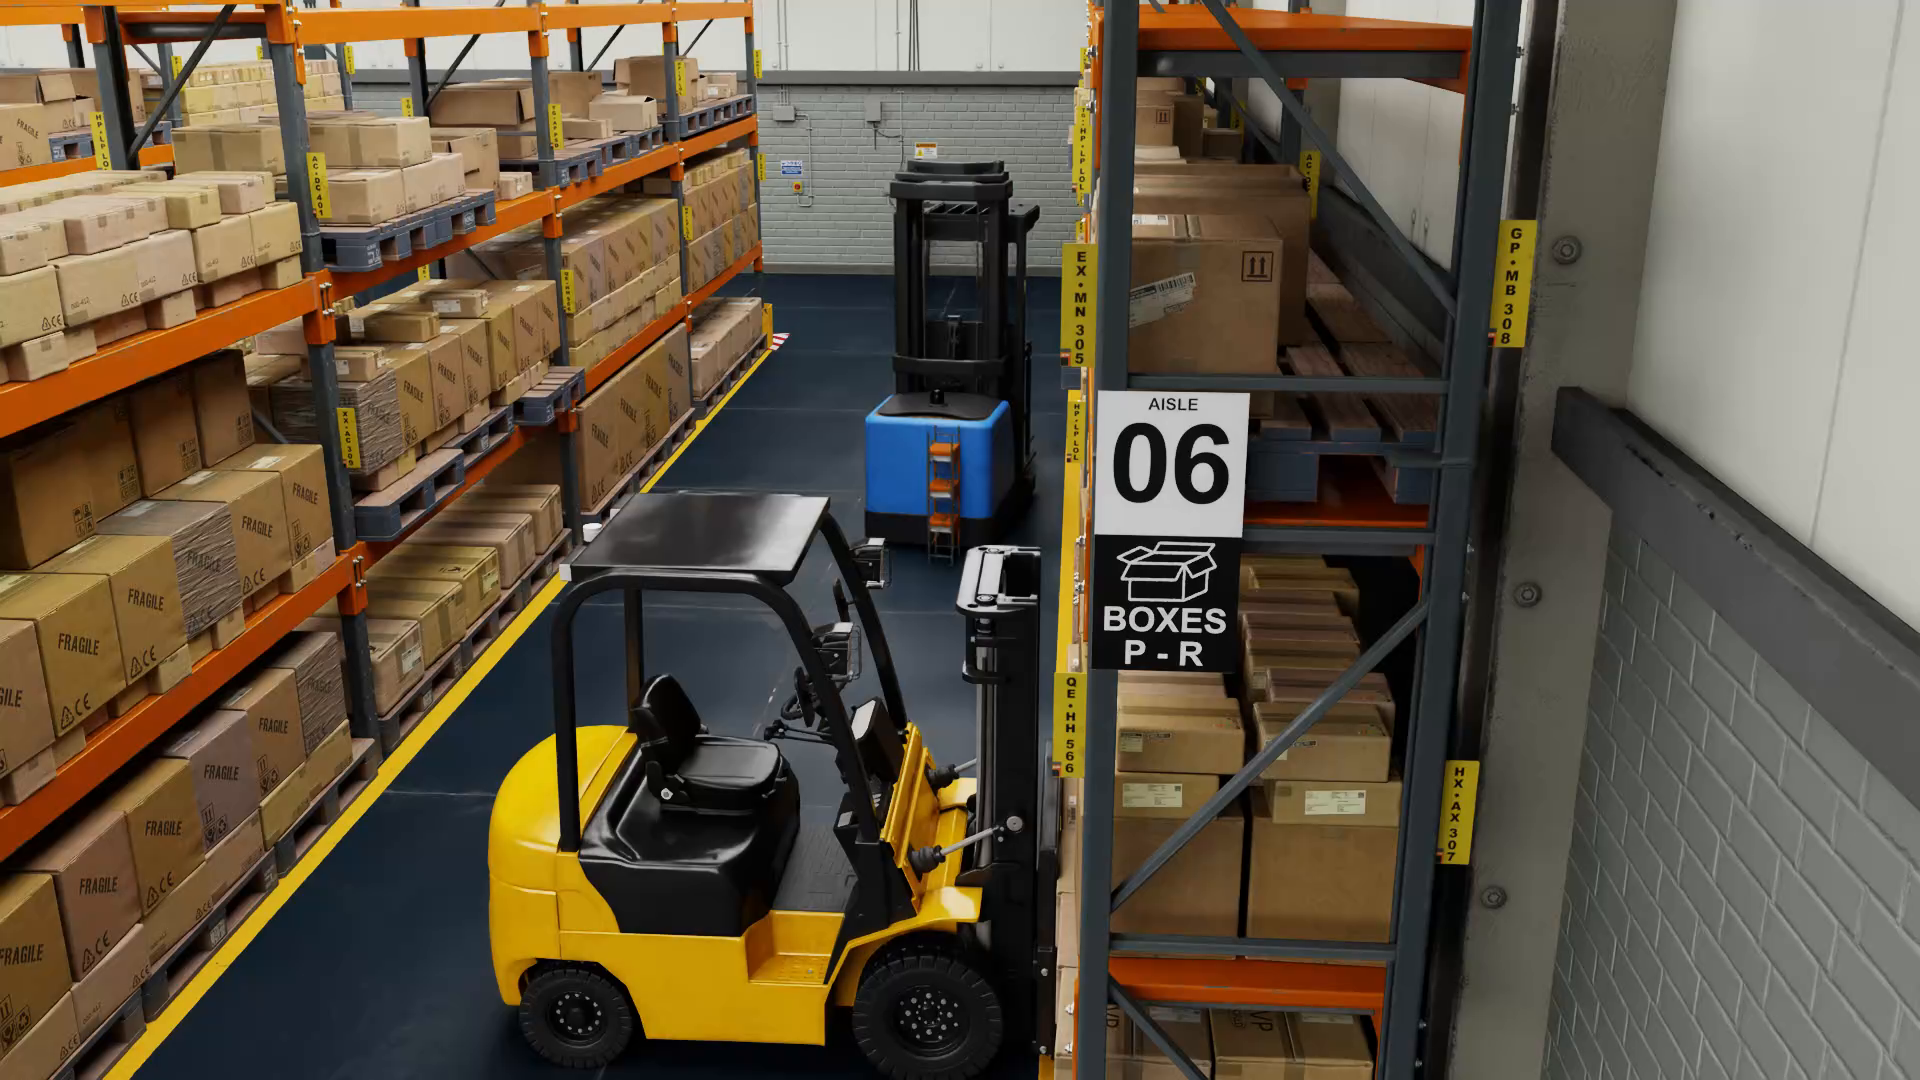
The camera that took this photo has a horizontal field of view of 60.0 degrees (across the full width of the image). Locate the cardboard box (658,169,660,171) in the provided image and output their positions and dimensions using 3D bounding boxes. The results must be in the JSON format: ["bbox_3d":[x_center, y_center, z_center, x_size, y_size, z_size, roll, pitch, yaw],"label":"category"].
[{"bbox_3d":[-3.393,-3.875,17.625,0.380,0.149,0.250,1,18,3],"label":"cardboard box"}]

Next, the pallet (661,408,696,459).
[{"bbox_3d":[-3.215,-1.061,16.322,1.003,0.211,1.213,1,18,4],"label":"pallet"}]

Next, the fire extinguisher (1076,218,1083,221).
[{"bbox_3d":[1.553,-3.602,20.322,0.296,0.674,0.183,1,18,4],"label":"fire extinguisher"}]

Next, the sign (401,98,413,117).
[{"bbox_3d":[-4.074,-3.109,12.319,0.100,0.325,0.005,1,18,4],"label":"sign"}]

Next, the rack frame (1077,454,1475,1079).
[{"bbox_3d":[0.856,1.209,4.916,1.000,3.000,0.127,1,18,4],"label":"rack frame"}]

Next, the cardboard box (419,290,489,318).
[{"bbox_3d":[-3.357,-1.567,11.035,0.380,0.149,0.250,0,18,1],"label":"cardboard box"}]

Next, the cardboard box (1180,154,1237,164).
[{"bbox_3d":[1.528,-2.322,10.414,0.380,0.166,0.250,1,18,4],"label":"cardboard box"}]

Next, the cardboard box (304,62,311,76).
[{"bbox_3d":[-7.667,-5.382,19.010,0.380,0.149,0.250,2,18,5],"label":"cardboard box"}]

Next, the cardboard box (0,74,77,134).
[{"bbox_3d":[-8.421,-3.904,14.862,0.797,0.503,0.637,1,18,3],"label":"cardboard box"}]

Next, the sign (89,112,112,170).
[{"bbox_3d":[-4.362,-2.012,8.467,0.100,0.325,0.005,1,18,4],"label":"sign"}]

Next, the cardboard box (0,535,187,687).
[{"bbox_3d":[-3.687,0.292,7.075,0.500,0.500,0.500,1,18,3],"label":"cardboard box"}]

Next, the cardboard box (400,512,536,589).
[{"bbox_3d":[-3.617,0.069,11.942,0.950,0.372,0.625,1,18,3],"label":"cardboard box"}]

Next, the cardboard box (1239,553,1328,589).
[{"bbox_3d":[1.233,0.133,6.521,0.380,0.149,0.250,1,18,4],"label":"cardboard box"}]

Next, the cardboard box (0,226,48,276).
[{"bbox_3d":[-3.669,-1.081,6.210,0.380,0.149,0.250,2,18,5],"label":"cardboard box"}]

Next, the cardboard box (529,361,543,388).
[{"bbox_3d":[-3.230,-1.194,11.979,0.380,0.149,0.250,1,18,3],"label":"cardboard box"}]

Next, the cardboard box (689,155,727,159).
[{"bbox_3d":[-2.851,-4.266,18.818,0.380,0.149,0.250,1,18,3],"label":"cardboard box"}]

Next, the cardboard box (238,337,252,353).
[{"bbox_3d":[-7.900,-2.100,17.964,0.380,0.149,0.250,1,18,3],"label":"cardboard box"}]

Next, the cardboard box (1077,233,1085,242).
[{"bbox_3d":[1.459,-2.620,15.766,0.700,0.500,0.500,2,18,5],"label":"cardboard box"}]

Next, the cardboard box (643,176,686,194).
[{"bbox_3d":[-2.953,-3.551,16.634,0.380,0.149,0.250,1,18,3],"label":"cardboard box"}]

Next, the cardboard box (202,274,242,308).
[{"bbox_3d":[-3.627,-1.188,7.816,0.380,0.149,0.250,1,18,4],"label":"cardboard box"}]

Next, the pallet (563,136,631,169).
[{"bbox_3d":[-3.451,-3.269,14.069,1.003,0.211,1.213,2,18,6],"label":"pallet"}]

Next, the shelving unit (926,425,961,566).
[{"bbox_3d":[-0.125,-0.342,12.780,0.215,1.050,0.252,4,19,11],"label":"shelving unit"}]

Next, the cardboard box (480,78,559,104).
[{"bbox_3d":[-3.684,-3.612,13.975,0.500,0.500,0.500,1,18,4],"label":"cardboard box"}]

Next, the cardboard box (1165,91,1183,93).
[{"bbox_3d":[1.806,-3.958,14.960,0.380,0.149,0.250,1,18,3],"label":"cardboard box"}]

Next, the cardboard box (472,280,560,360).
[{"bbox_3d":[-3.277,-1.626,12.256,0.500,0.500,0.500,1,18,2],"label":"cardboard box"}]

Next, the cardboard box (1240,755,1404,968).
[{"bbox_3d":[1.169,1.014,5.351,0.500,0.500,0.500,2,18,6],"label":"cardboard box"}]

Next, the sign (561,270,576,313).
[{"bbox_3d":[-2.979,-1.889,12.637,0.100,0.325,0.005,1,18,4],"label":"sign"}]

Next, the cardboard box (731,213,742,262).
[{"bbox_3d":[-2.796,-3.446,18.962,0.500,0.500,0.500,2,18,6],"label":"cardboard box"}]

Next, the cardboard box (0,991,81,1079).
[{"bbox_3d":[-3.761,1.962,6.359,0.500,0.250,0.500,1,18,3],"label":"cardboard box"}]

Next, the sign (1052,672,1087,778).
[{"bbox_3d":[0.316,0.530,4.749,0.100,0.325,0.005,1,18,4],"label":"sign"}]

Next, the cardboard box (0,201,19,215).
[{"bbox_3d":[-4.195,-1.332,6.975,0.380,0.149,0.250,1,18,3],"label":"cardboard box"}]

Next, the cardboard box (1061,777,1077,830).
[{"bbox_3d":[0.679,1.218,7.024,0.500,0.250,0.500,1,18,3],"label":"cardboard box"}]

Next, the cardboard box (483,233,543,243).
[{"bbox_3d":[-3.717,-2.234,13.657,0.500,0.500,0.500,2,18,5],"label":"cardboard box"}]

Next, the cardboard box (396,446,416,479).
[{"bbox_3d":[-3.427,-0.465,9.754,0.380,0.149,0.250,2,18,5],"label":"cardboard box"}]

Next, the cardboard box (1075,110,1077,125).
[{"bbox_3d":[1.222,-3.750,14.801,0.380,0.149,0.250,2,18,5],"label":"cardboard box"}]

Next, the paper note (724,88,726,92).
[{"bbox_3d":[-2.518,-4.831,17.852,0.006,0.032,0.123,1,18,4],"label":"paper note"}]

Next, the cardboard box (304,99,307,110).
[{"bbox_3d":[-7.739,-4.844,18.811,0.500,0.250,0.500,2,18,6],"label":"cardboard box"}]

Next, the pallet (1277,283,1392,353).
[{"bbox_3d":[1.018,-0.773,6.290,1.003,0.211,1.213,1,18,4],"label":"pallet"}]

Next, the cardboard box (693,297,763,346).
[{"bbox_3d":[-2.895,-2.645,20.117,0.875,0.438,0.875,1,18,2],"label":"cardboard box"}]

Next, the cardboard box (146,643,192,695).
[{"bbox_3d":[-3.627,0.558,7.305,0.380,0.149,0.250,1,18,4],"label":"cardboard box"}]

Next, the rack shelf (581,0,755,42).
[{"bbox_3d":[-3.091,-5.568,17.760,1.077,0.370,4.000,1,18,4],"label":"rack shelf"}]

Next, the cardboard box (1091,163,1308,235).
[{"bbox_3d":[0.898,-1.152,6.304,0.797,0.503,0.637,2,18,6],"label":"cardboard box"}]

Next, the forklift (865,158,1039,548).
[{"bbox_3d":[0.051,-1.748,14.052,1.130,2.935,3.031,4,19,11],"label":"forklift"}]

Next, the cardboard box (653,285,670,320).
[{"bbox_3d":[-3.053,-2.253,15.723,0.500,0.250,0.500,1,18,3],"label":"cardboard box"}]

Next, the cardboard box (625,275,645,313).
[{"bbox_3d":[-3.103,-2.176,14.683,0.500,0.250,0.500,2,18,5],"label":"cardboard box"}]

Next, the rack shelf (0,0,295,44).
[{"bbox_3d":[-3.951,-2.029,6.324,1.077,0.370,4.000,1,18,4],"label":"rack shelf"}]

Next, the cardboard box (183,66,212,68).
[{"bbox_3d":[-8.365,-5.072,18.066,0.380,0.149,0.250,1,18,3],"label":"cardboard box"}]

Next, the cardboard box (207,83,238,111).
[{"bbox_3d":[-7.865,-4.597,17.256,0.500,0.250,0.500,1,18,4],"label":"cardboard box"}]

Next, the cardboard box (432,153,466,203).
[{"bbox_3d":[-3.317,-2.183,10.019,0.500,0.250,0.500,1,18,3],"label":"cardboard box"}]

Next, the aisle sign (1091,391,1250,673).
[{"bbox_3d":[0.559,-0.012,4.469,0.394,0.787,0.004,1,18,4],"label":"aisle sign"}]

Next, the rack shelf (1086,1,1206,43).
[{"bbox_3d":[1.573,-4.216,13.634,1.077,0.370,4.000,1,18,4],"label":"rack shelf"}]

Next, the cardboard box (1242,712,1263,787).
[{"bbox_3d":[1.094,0.676,5.341,0.380,0.149,0.250,1,18,4],"label":"cardboard box"}]

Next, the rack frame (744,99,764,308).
[{"bbox_3d":[-2.948,-3.870,20.416,1.000,3.000,0.127,1,18,4],"label":"rack frame"}]

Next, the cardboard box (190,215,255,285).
[{"bbox_3d":[-3.606,-1.338,7.636,0.500,0.250,0.500,1,18,3],"label":"cardboard box"}]

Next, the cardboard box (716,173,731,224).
[{"bbox_3d":[-2.830,-3.765,18.329,0.500,0.500,0.500,1,18,4],"label":"cardboard box"}]
